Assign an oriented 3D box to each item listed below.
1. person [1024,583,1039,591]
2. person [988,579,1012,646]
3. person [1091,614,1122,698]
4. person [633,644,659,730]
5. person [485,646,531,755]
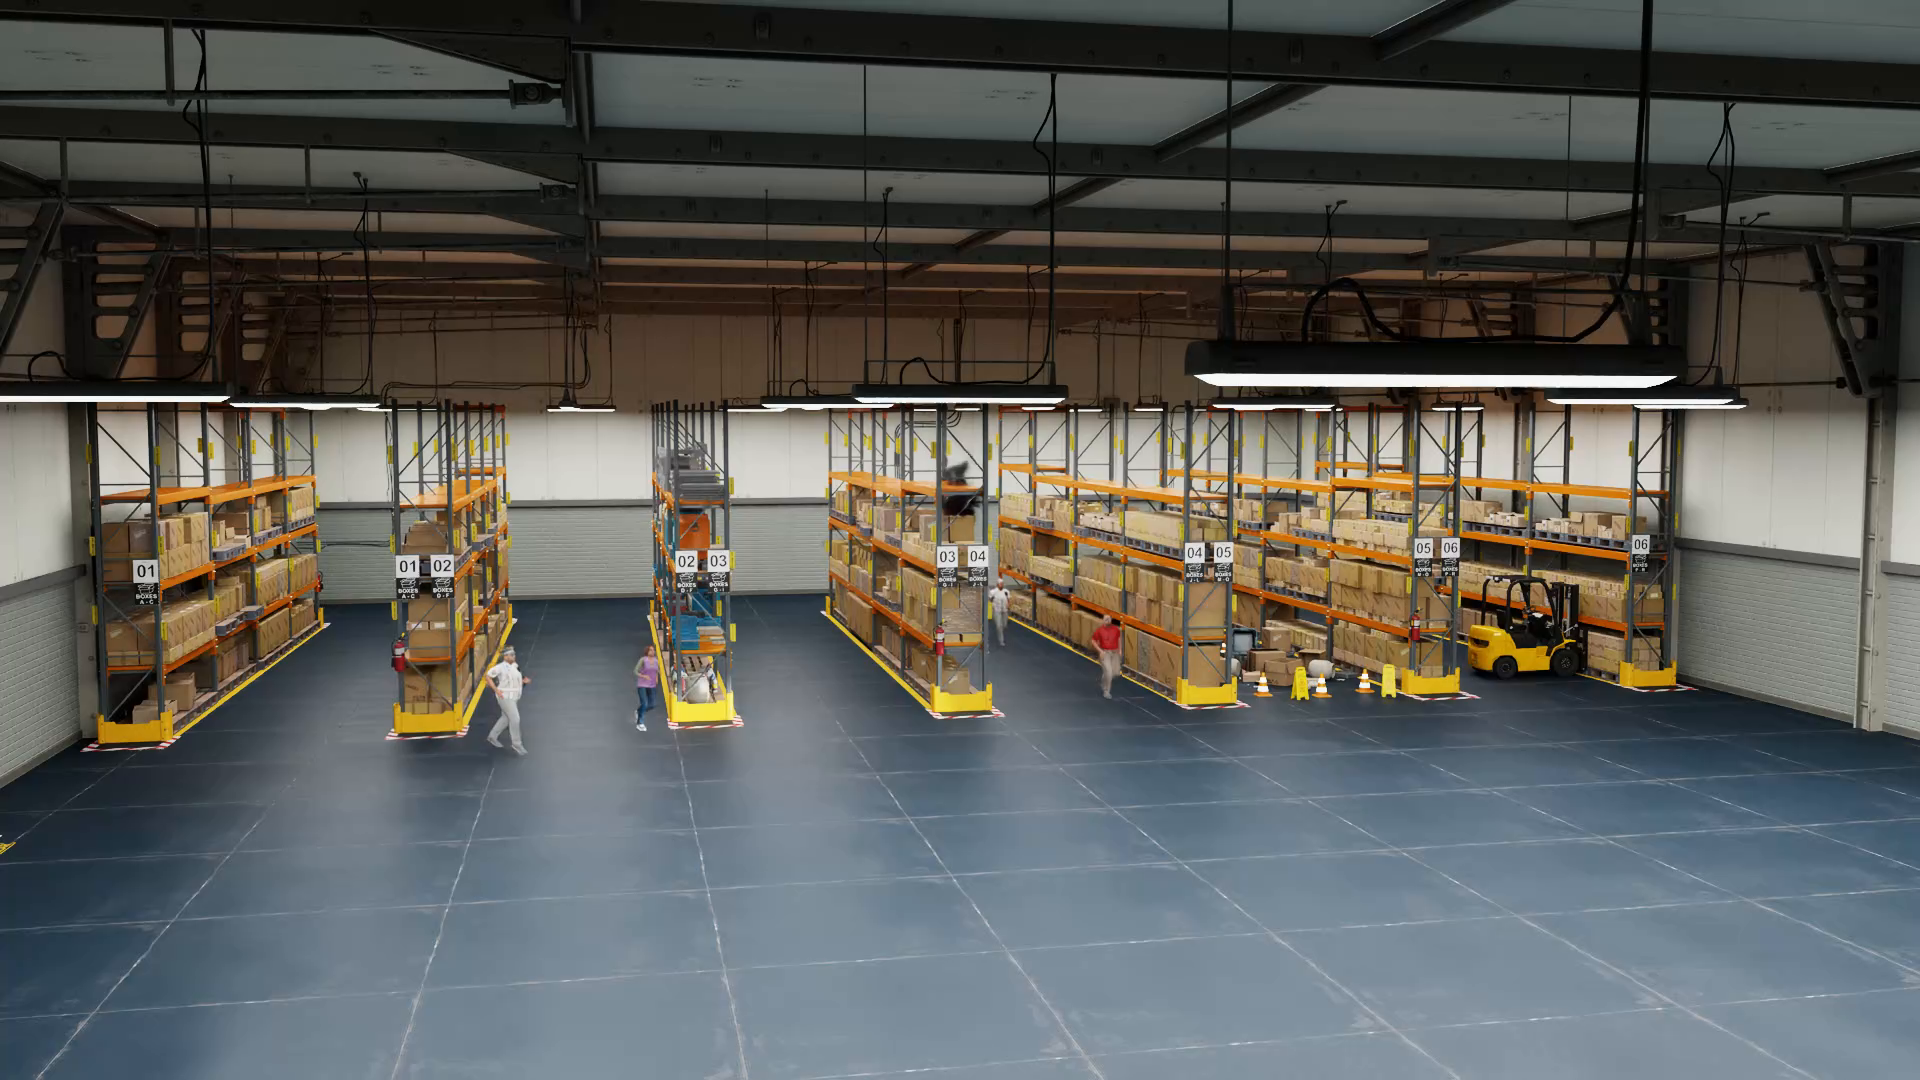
[{"bbox_3d":[2.165,1.139,50.015,0.719,1.673,0.643,-2,5,-19],"label":"person"},{"bbox_3d":[0.993,1.786,41.393,0.621,1.655,0.743,-1,4,-15],"label":"person"},{"bbox_3d":[2.999,2.345,33.761,0.661,1.697,0.542,-2,5,-20],"label":"person"},{"bbox_3d":[-5.671,2.677,30.283,0.557,1.551,0.570,-4,6,-40],"label":"person"},{"bbox_3d":[-7.684,2.713,28.241,0.850,1.844,0.647,1,4,13],"label":"person"}]
